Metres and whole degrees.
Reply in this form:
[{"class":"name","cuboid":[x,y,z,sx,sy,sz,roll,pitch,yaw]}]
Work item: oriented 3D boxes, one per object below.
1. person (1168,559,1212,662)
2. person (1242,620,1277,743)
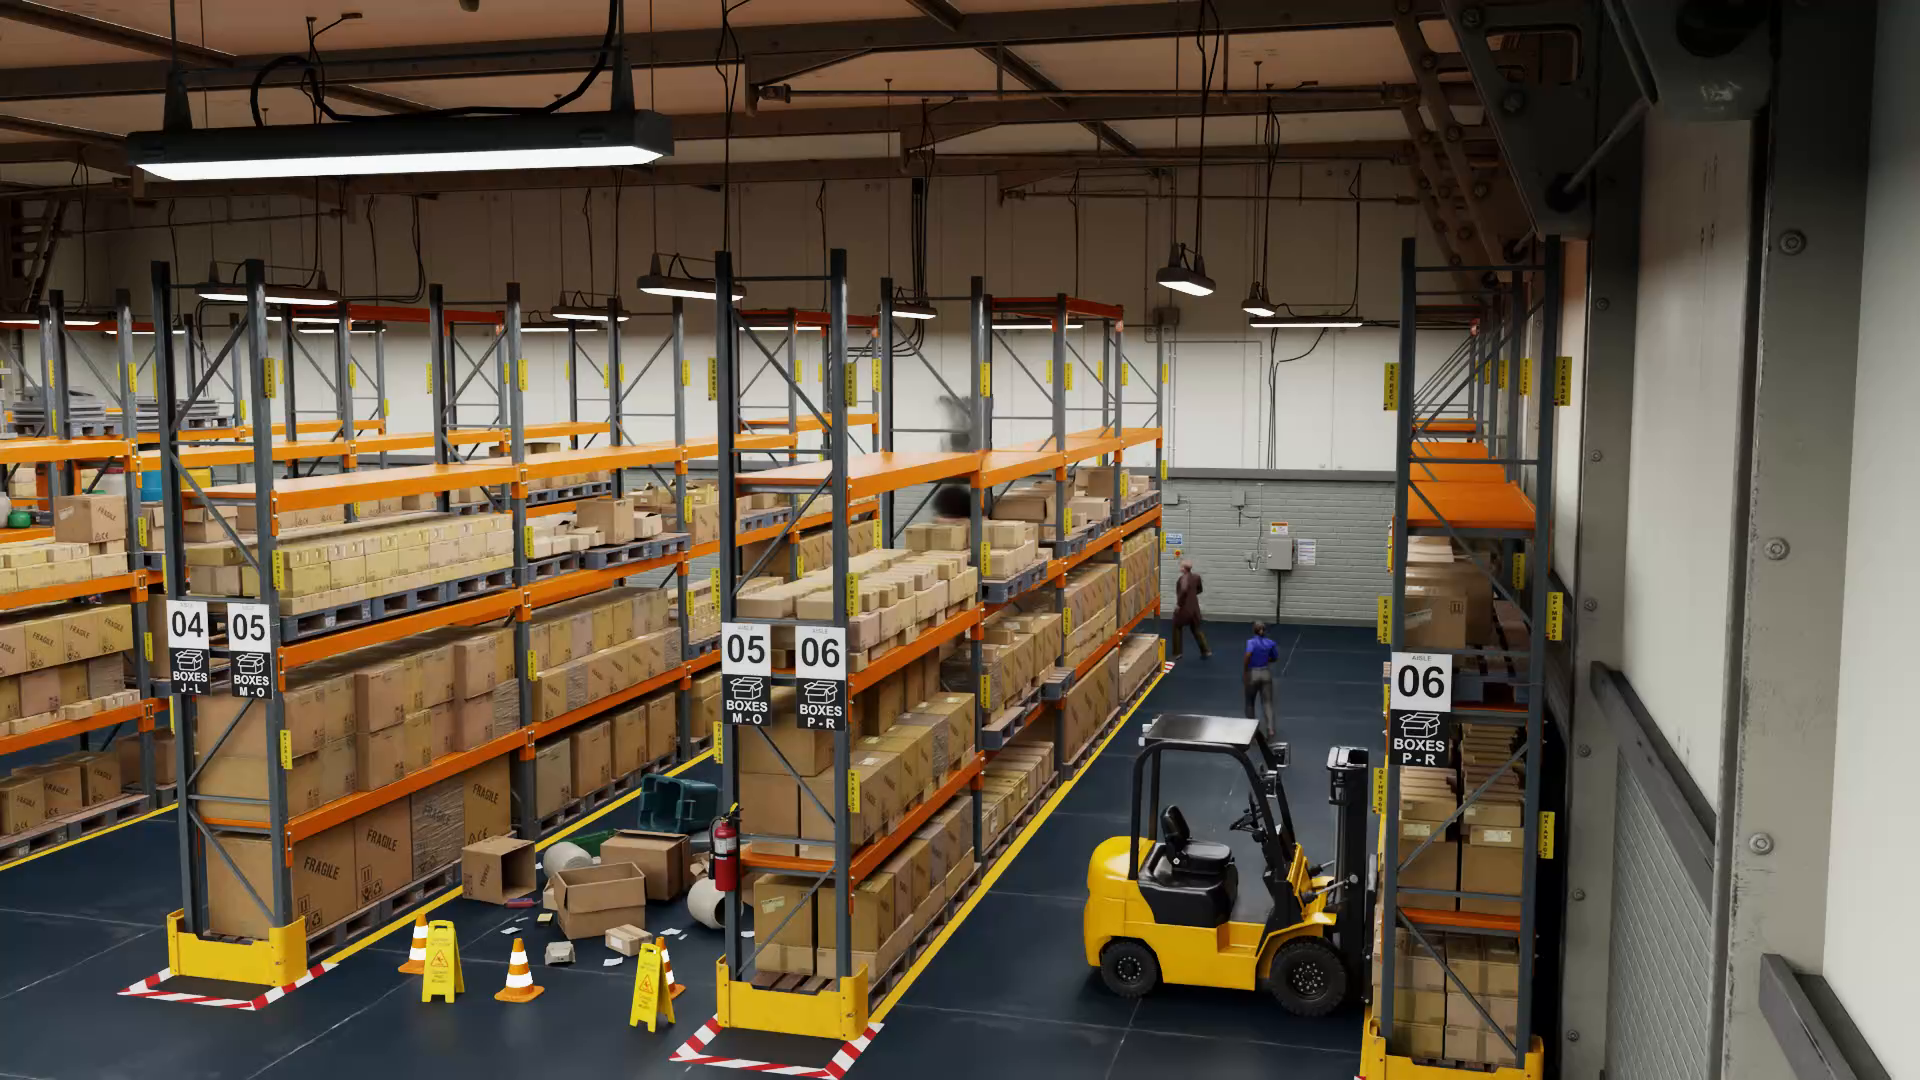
[{"class":"person","cuboid":[3.913,1.253,28.703,0.725,1.851,0.802,-5,8,-40]},{"class":"person","cuboid":[4.079,1.932,22.628,0.557,1.681,0.901,-1,6,-7]}]
